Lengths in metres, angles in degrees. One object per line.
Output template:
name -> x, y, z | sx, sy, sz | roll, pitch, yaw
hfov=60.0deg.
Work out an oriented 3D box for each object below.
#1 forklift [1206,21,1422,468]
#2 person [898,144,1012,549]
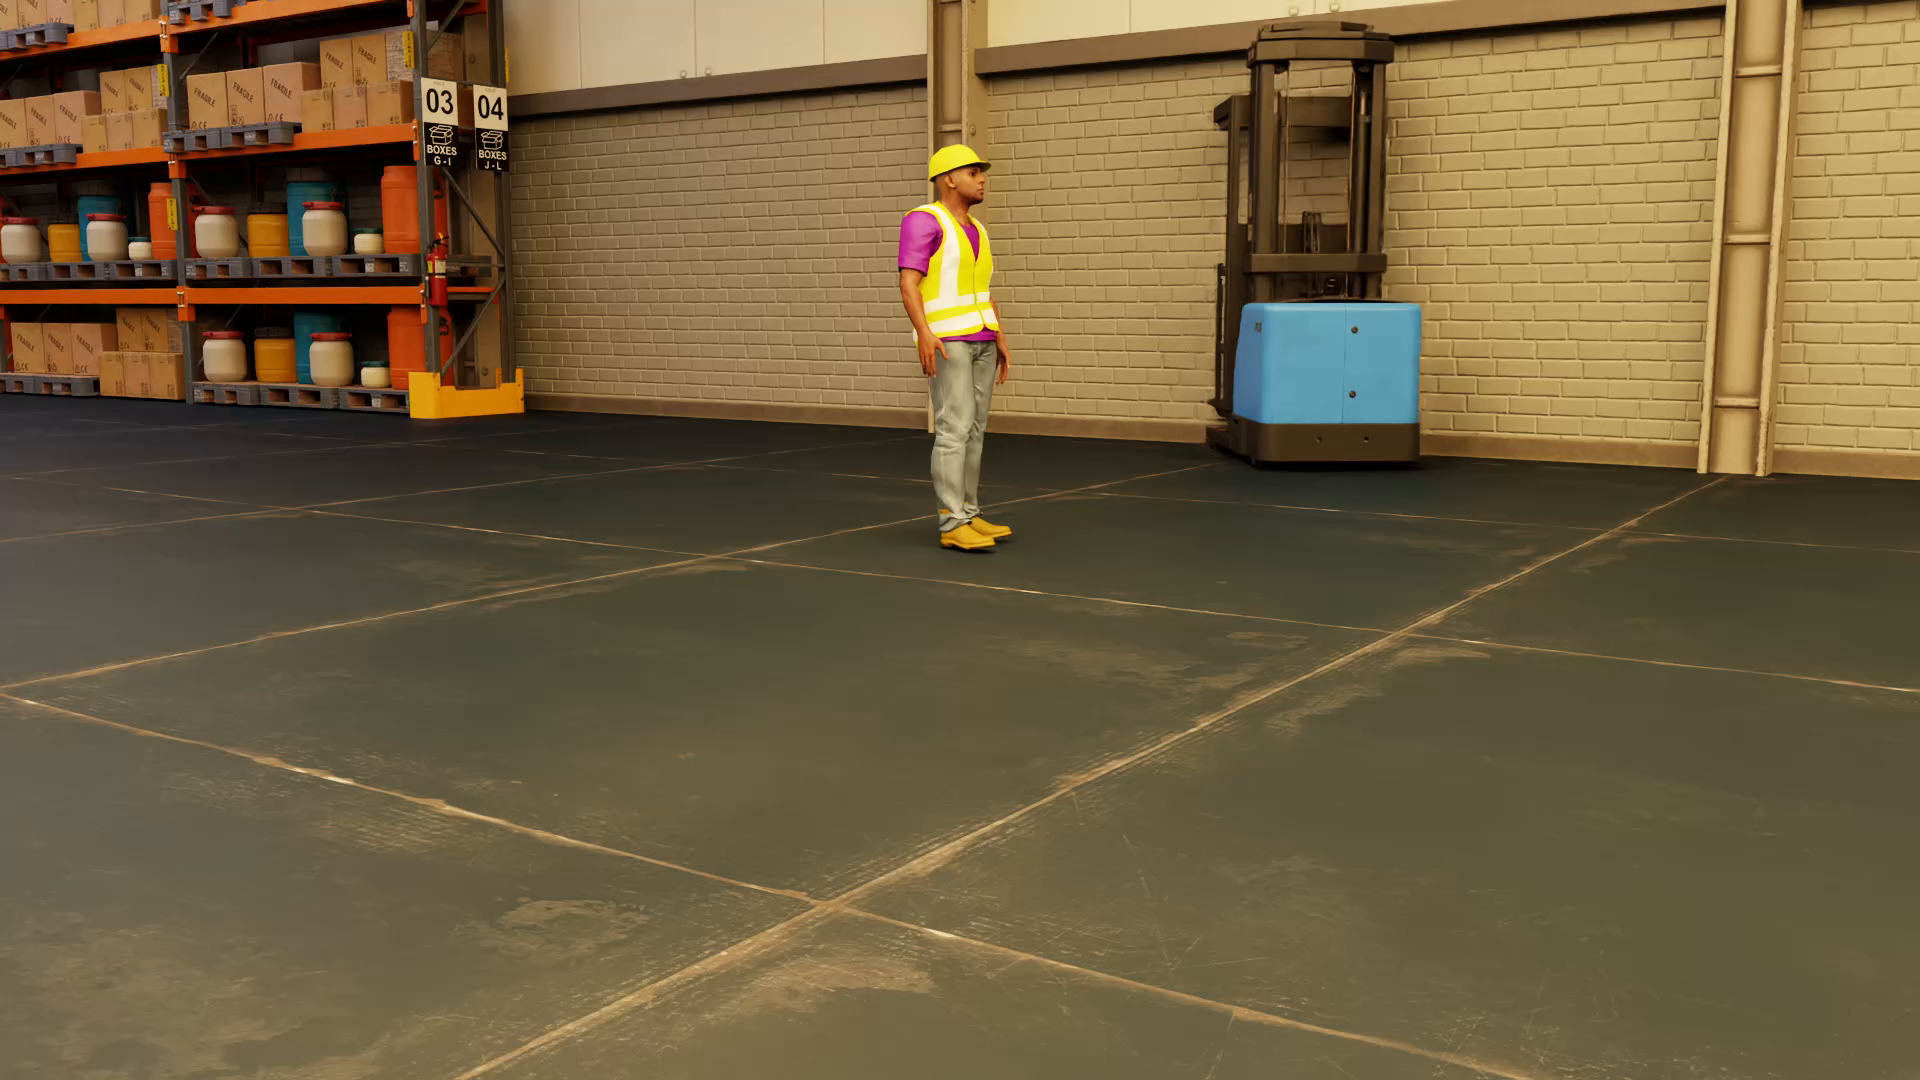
forklift -> 2.412, -2.096, 11.932 | 1.130, 2.935, 3.031 | 0, 8, -1
person -> 0.054, -0.875, 7.435 | 0.577, 1.765, 0.665 | 5, 10, 34
